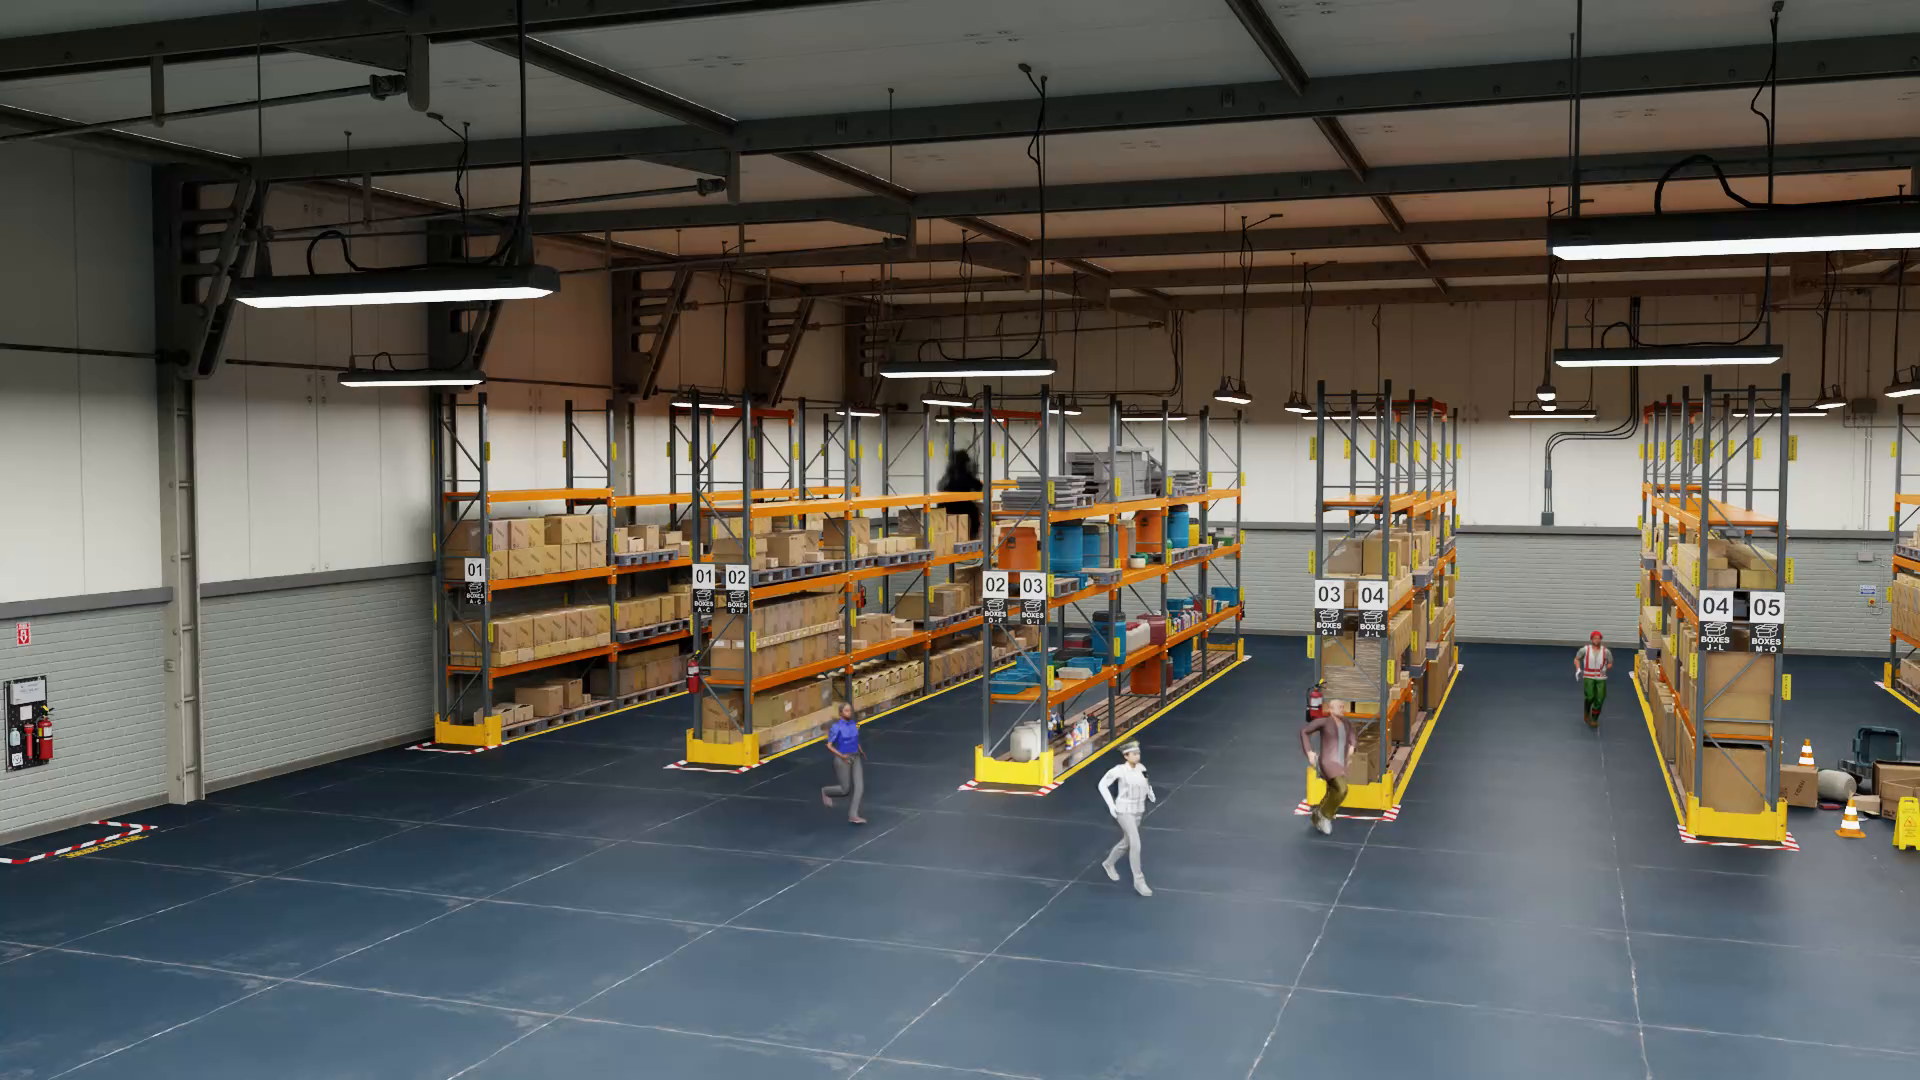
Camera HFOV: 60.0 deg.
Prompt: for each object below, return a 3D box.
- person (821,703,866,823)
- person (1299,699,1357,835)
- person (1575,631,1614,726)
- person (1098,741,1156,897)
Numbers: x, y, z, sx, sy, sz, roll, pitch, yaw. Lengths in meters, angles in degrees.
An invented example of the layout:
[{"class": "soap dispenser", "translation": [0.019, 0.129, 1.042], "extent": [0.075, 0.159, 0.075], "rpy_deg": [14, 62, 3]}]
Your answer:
[{"class": "person", "translation": [-1.509, 3.005, 22.499], "extent": [0.593, 1.612, 0.728], "rpy_deg": [-3, 4, -44]}, {"class": "person", "translation": [4.905, 2.958, 21.800], "extent": [0.714, 1.729, 0.680], "rpy_deg": [-2, 4, -35]}, {"class": "person", "translation": [11.480, 2.516, 30.057], "extent": [0.645, 1.740, 0.606], "rpy_deg": [1, 3, 12]}, {"class": "person", "translation": [1.936, 3.136, 19.031], "extent": [0.610, 1.716, 0.854], "rpy_deg": [-3, 4, -42]}]
